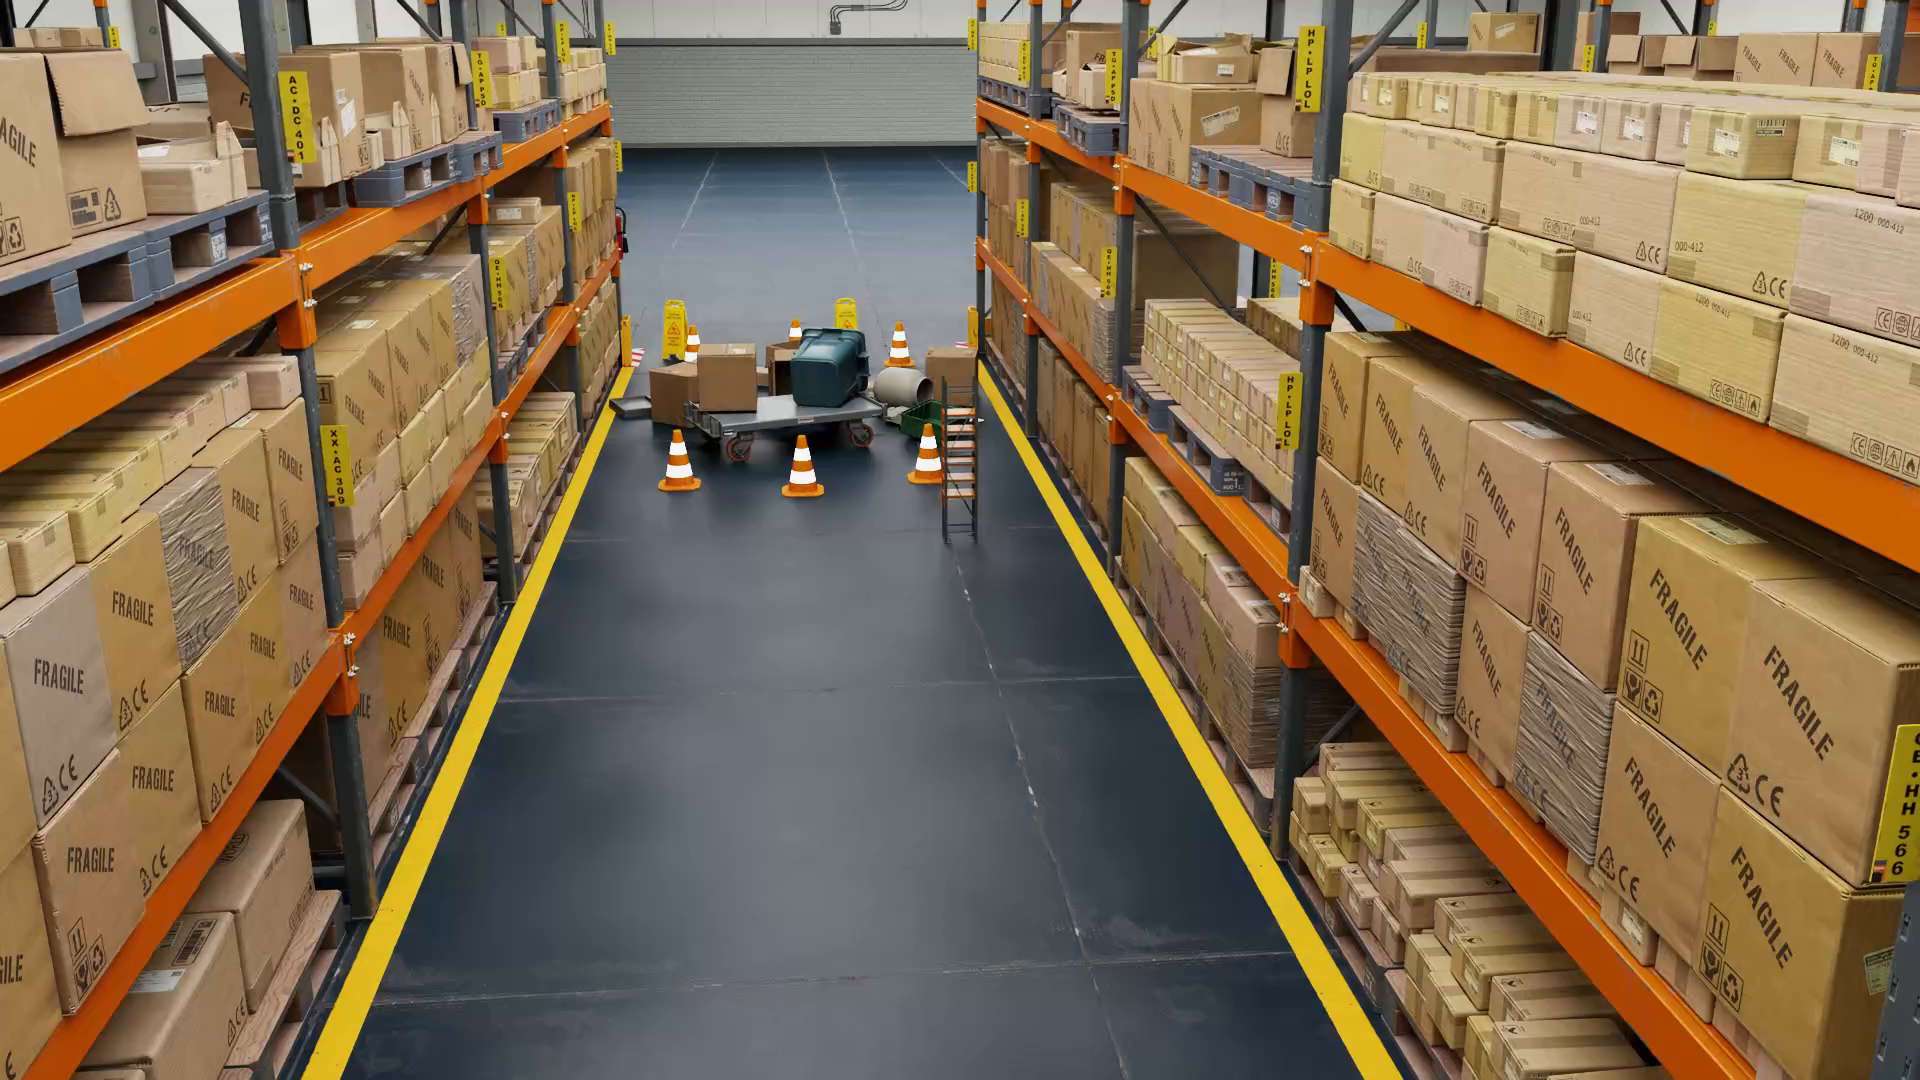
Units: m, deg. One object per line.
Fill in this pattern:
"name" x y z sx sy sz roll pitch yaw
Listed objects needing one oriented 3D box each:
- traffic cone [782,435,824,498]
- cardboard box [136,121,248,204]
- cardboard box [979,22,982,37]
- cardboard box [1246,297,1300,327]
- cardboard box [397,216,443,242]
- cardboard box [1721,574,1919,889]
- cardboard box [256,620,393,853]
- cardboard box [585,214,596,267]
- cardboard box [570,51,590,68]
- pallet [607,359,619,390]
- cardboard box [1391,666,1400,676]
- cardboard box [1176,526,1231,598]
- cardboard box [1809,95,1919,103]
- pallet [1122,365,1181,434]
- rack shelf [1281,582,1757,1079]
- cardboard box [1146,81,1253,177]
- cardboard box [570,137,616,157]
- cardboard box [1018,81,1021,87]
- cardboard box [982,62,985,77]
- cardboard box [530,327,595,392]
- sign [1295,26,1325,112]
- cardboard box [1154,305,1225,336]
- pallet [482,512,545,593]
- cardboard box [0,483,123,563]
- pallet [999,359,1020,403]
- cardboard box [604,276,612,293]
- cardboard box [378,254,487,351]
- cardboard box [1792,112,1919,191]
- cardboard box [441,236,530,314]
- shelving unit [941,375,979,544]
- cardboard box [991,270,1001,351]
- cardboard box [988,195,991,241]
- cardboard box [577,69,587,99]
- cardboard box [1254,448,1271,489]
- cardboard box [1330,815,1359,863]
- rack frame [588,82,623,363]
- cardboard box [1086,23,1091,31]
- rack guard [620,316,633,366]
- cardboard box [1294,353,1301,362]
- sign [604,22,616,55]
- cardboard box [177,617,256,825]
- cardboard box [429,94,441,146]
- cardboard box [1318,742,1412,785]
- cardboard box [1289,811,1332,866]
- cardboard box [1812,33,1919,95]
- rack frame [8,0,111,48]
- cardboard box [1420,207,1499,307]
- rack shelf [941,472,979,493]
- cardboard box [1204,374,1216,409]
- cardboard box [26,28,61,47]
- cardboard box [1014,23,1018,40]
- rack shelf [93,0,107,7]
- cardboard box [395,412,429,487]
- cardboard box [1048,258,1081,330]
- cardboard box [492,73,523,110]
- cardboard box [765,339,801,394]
"traffic cone" -1.268 -0.611 13.351 0.336 0.463 0.334 -2 18 -6
"cardboard box" -2.604 -1.254 5.513 0.396 0.266 0.258 -1 17 -4
"cardboard box" 0.405 -5.408 17.609 0.380 0.149 0.250 -2 17 -5
"cardboard box" 2.019 -1.427 10.440 0.380 0.149 0.250 -2 18 -8
"cardboard box" -3.850 -2.190 11.696 0.380 0.149 0.250 -3 18 -8
"cardboard box" 2.043 0.394 3.583 0.500 0.500 0.500 -2 18 -7
"cardboard box" -3.131 0.811 7.431 0.875 0.875 0.875 -1 17 -4
"cardboard box" -3.695 -2.831 15.524 0.500 0.500 0.500 -2 18 -6
"cardboard box" -3.705 -4.539 15.708 0.380 0.149 0.250 -1 17 -4
"pallet" -4.169 -1.799 17.554 1.003 0.211 1.213 -2 18 -6
"cardboard box" 1.832 0.445 6.171 0.380 0.149 0.250 -3 18 -8
"cardboard box" 1.489 0.107 9.048 0.500 0.250 0.500 -3 18 -8
"cardboard box" 2.478 -1.090 4.383 0.380 0.149 0.250 -1 17 -4
"pallet" 1.692 -0.894 10.337 1.213 0.211 1.003 -2 18 -6
"rack shelf" 2.132 0.936 5.388 1.077 0.370 4.000 -2 18 -6
"cardboard box" 1.366 -2.346 9.468 0.500 0.500 0.500 -2 18 -6
"cardboard box" -3.956 -3.916 17.310 0.700 0.500 0.500 -2 18 -7
"cardboard box" 0.718 -4.119 14.834 0.380 0.149 0.250 -1 17 -5
"cardboard box" 0.431 -4.949 17.478 0.380 0.149 0.250 -2 18 -5
"cardboard box" -3.605 -1.634 15.010 0.500 0.500 0.500 -1 17 -3
"sign" 1.374 -1.850 6.534 0.100 0.325 0.005 -2 18 -6
"cardboard box" 1.398 -1.335 10.147 0.380 0.149 0.250 -2 18 -7
"pallet" -3.480 0.086 11.550 1.003 0.211 1.213 -2 18 -6
"cardboard box" -2.455 -0.040 4.377 0.380 0.149 0.250 -2 18 -7
"pallet" 0.971 -1.649 17.077 1.003 0.211 1.213 -2 18 -6
"cardboard box" -3.779 -2.613 17.046 0.380 0.149 0.250 -1 17 -4
"cardboard box" -3.087 -1.390 9.761 0.500 0.500 0.500 -2 18 -7
"cardboard box" 2.056 -0.842 3.594 0.380 0.149 0.250 -2 18 -7
"cardboard box" -3.339 -1.856 11.716 0.500 0.500 0.500 -1 17 -5
"shelving unit" -0.002 -0.577 12.011 0.258 1.200 0.189 -2 18 -6
"cardboard box" 0.823 -2.565 18.184 0.875 0.875 0.875 -2 18 -5
"cardboard box" 0.771 -3.540 18.196 0.875 0.550 0.550 -2 18 -6
"cardboard box" -3.687 -4.147 15.125 0.500 0.250 0.500 -2 18 -5
"cardboard box" 1.636 -0.347 7.993 0.380 0.149 0.250 -2 18 -6
"cardboard box" 1.760 1.206 6.891 0.380 0.149 0.250 -2 18 -5
"rack frame" -4.226 -3.395 17.983 1.000 3.000 0.127 -2 18 -6
"cardboard box" 1.347 -4.596 15.022 0.380 0.149 0.250 -2 18 -6
"rack guard" -4.218 -2.180 18.285 1.175 0.500 0.348 -2 18 -6
"cardboard box" 2.124 -0.977 9.504 0.380 0.149 0.250 -2 18 -6
"sign" -3.671 -5.260 17.437 0.100 0.325 0.005 -2 18 -6
"cardboard box" -2.561 0.565 5.202 0.500 0.500 0.500 -2 18 -6
"cardboard box" -2.910 -2.179 8.626 0.396 0.266 0.258 -2 18 -7
"cardboard box" 1.755 0.982 7.106 0.380 0.149 0.250 -1 17 -3
"cardboard box" 1.643 1.275 7.165 0.380 0.149 0.250 -3 18 -8
"cardboard box" 6.159 -3.169 11.255 0.500 0.500 0.500 -1 17 -4
"rack frame" -9.162 -6.103 16.592 1.000 3.000 0.127 -2 18 -6
"cardboard box" 1.806 -0.912 5.315 0.500 0.250 0.500 -1 17 -3
"rack shelf" -0.002 -0.420 12.060 0.258 0.103 0.180 -2 18 -6
"cardboard box" 1.529 -0.803 8.948 0.380 0.149 0.250 -1 17 -4
"cardboard box" -8.868 -4.535 15.571 0.700 0.500 0.500 -2 18 -5
"cardboard box" 0.694 -4.575 14.955 0.380 0.149 0.250 -2 18 -6
"rack shelf" -8.956 -4.973 14.862 1.077 0.370 4.000 -2 18 -6
"cardboard box" -2.860 -0.432 7.961 0.500 0.250 0.500 -2 17 -5
"cardboard box" 0.989 -1.969 13.276 0.500 0.500 0.500 -2 18 -6
"cardboard box" -3.510 -3.291 12.193 0.500 0.250 0.500 -2 17 -5
"cardboard box" -1.526 -1.759 16.939 0.637 0.503 0.797 16 24 42
